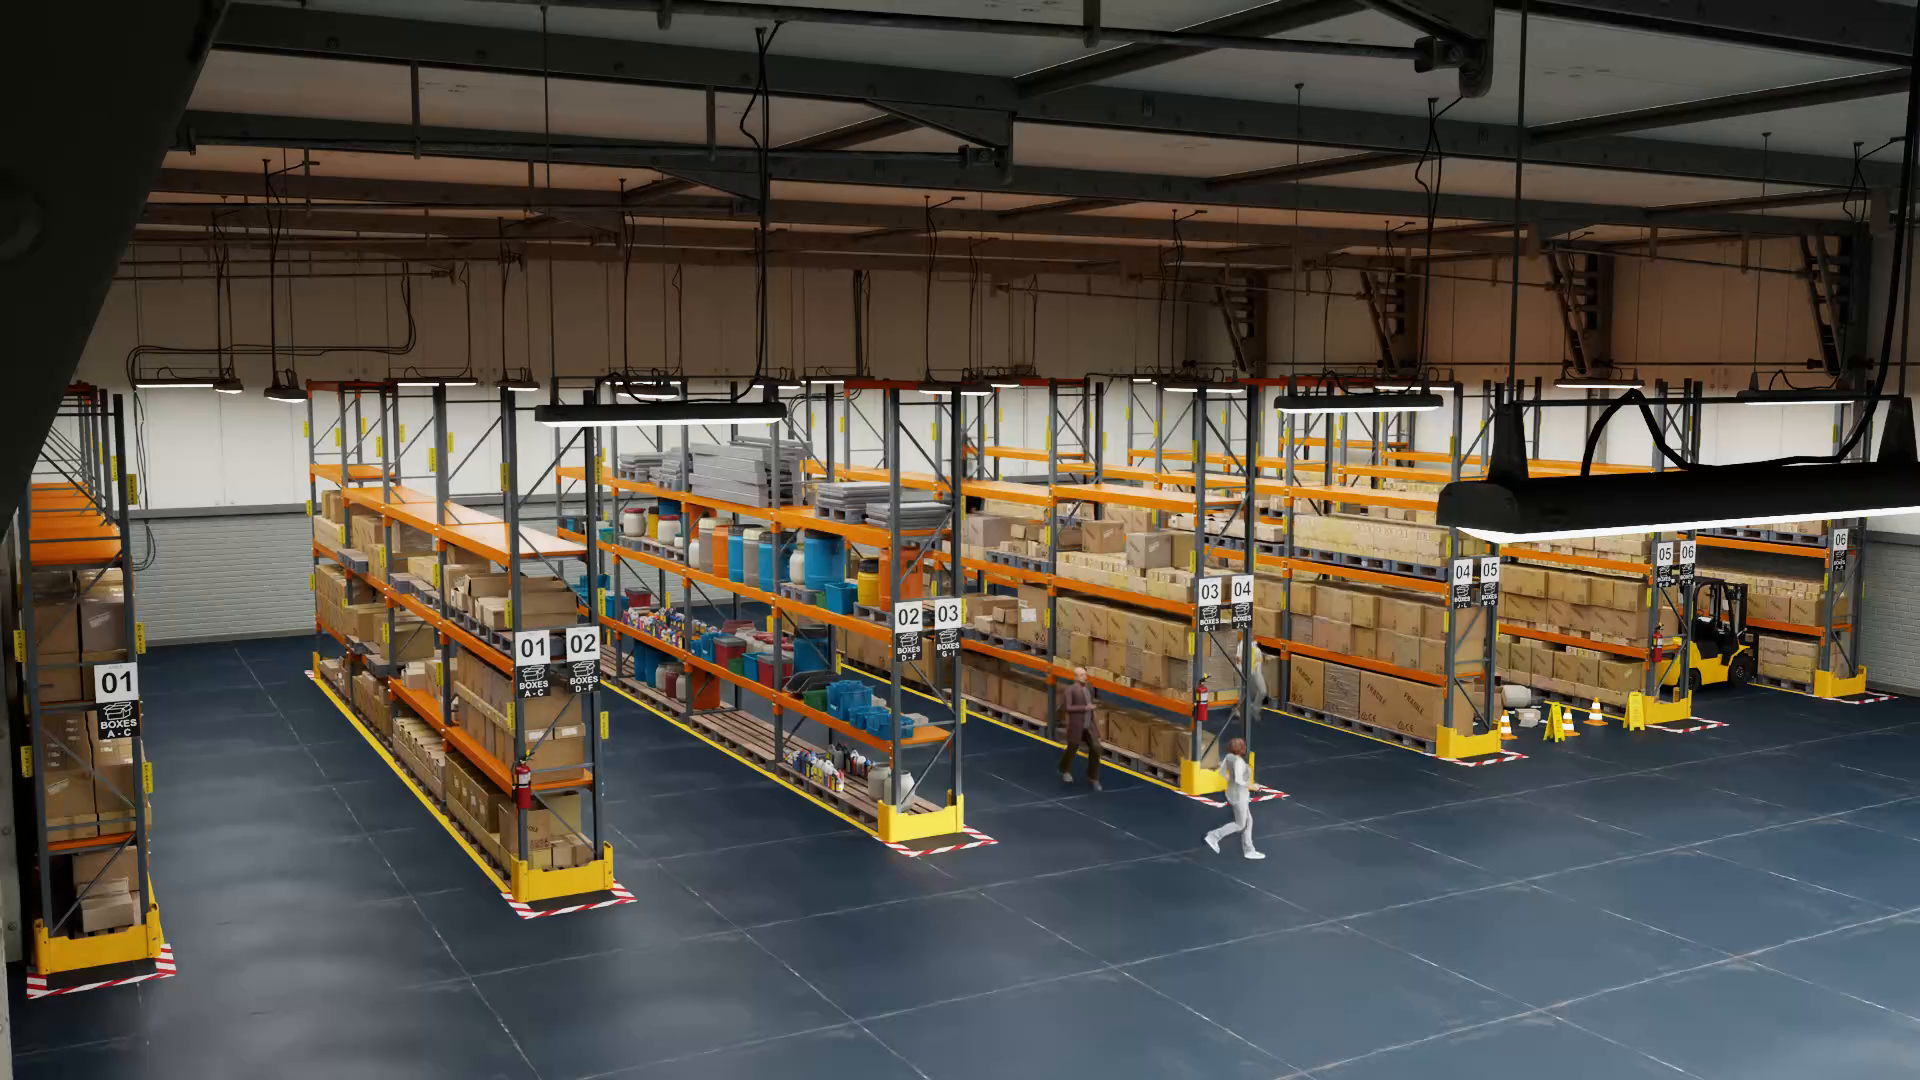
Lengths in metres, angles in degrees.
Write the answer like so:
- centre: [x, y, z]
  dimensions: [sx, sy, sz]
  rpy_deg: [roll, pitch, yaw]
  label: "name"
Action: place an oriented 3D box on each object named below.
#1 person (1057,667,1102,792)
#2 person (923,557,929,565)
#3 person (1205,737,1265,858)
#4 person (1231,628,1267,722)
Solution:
- centre: [1.786, 2.805, 24.843]
  dimensions: [0.677, 1.846, 0.865]
  rpy_deg: [-4, 7, -34]
  label: "person"
- centre: [-1.014, 1.119, 41.015]
  dimensions: [0.710, 1.708, 0.921]
  rpy_deg: [3, 7, 24]
  label: "person"
- centre: [3.501, 3.287, 21.147]
  dimensions: [0.802, 1.575, 0.548]
  rpy_deg: [-1, 6, -6]
  label: "person"
- centre: [5.138, 2.382, 29.489]
  dimensions: [0.576, 1.712, 0.716]
  rpy_deg: [-4, 7, -31]
  label: "person"
